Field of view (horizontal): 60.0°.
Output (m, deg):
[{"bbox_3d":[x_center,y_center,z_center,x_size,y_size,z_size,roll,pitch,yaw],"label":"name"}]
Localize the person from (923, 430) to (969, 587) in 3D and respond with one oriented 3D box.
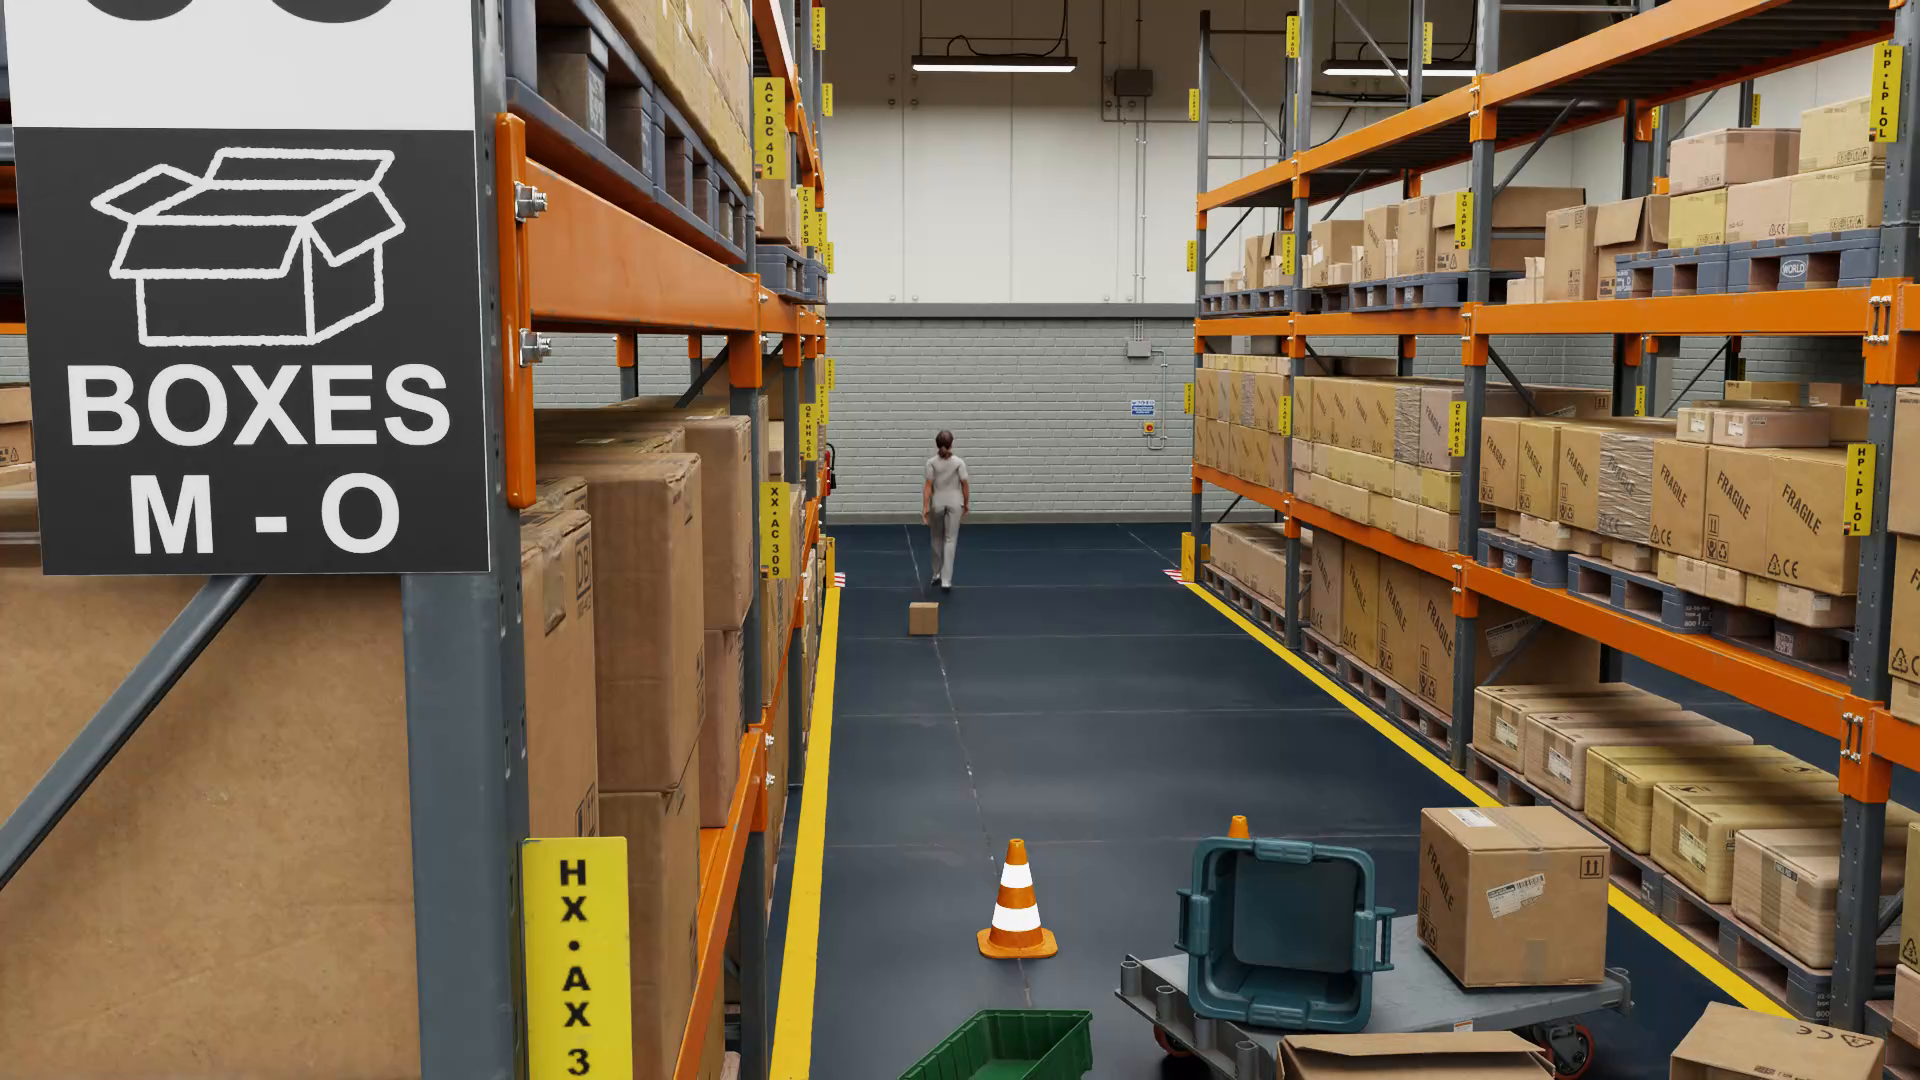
[{"bbox_3d":[-0.139,-0.350,17.525,0.474,1.623,0.943,0,7,3],"label":"person"}]
